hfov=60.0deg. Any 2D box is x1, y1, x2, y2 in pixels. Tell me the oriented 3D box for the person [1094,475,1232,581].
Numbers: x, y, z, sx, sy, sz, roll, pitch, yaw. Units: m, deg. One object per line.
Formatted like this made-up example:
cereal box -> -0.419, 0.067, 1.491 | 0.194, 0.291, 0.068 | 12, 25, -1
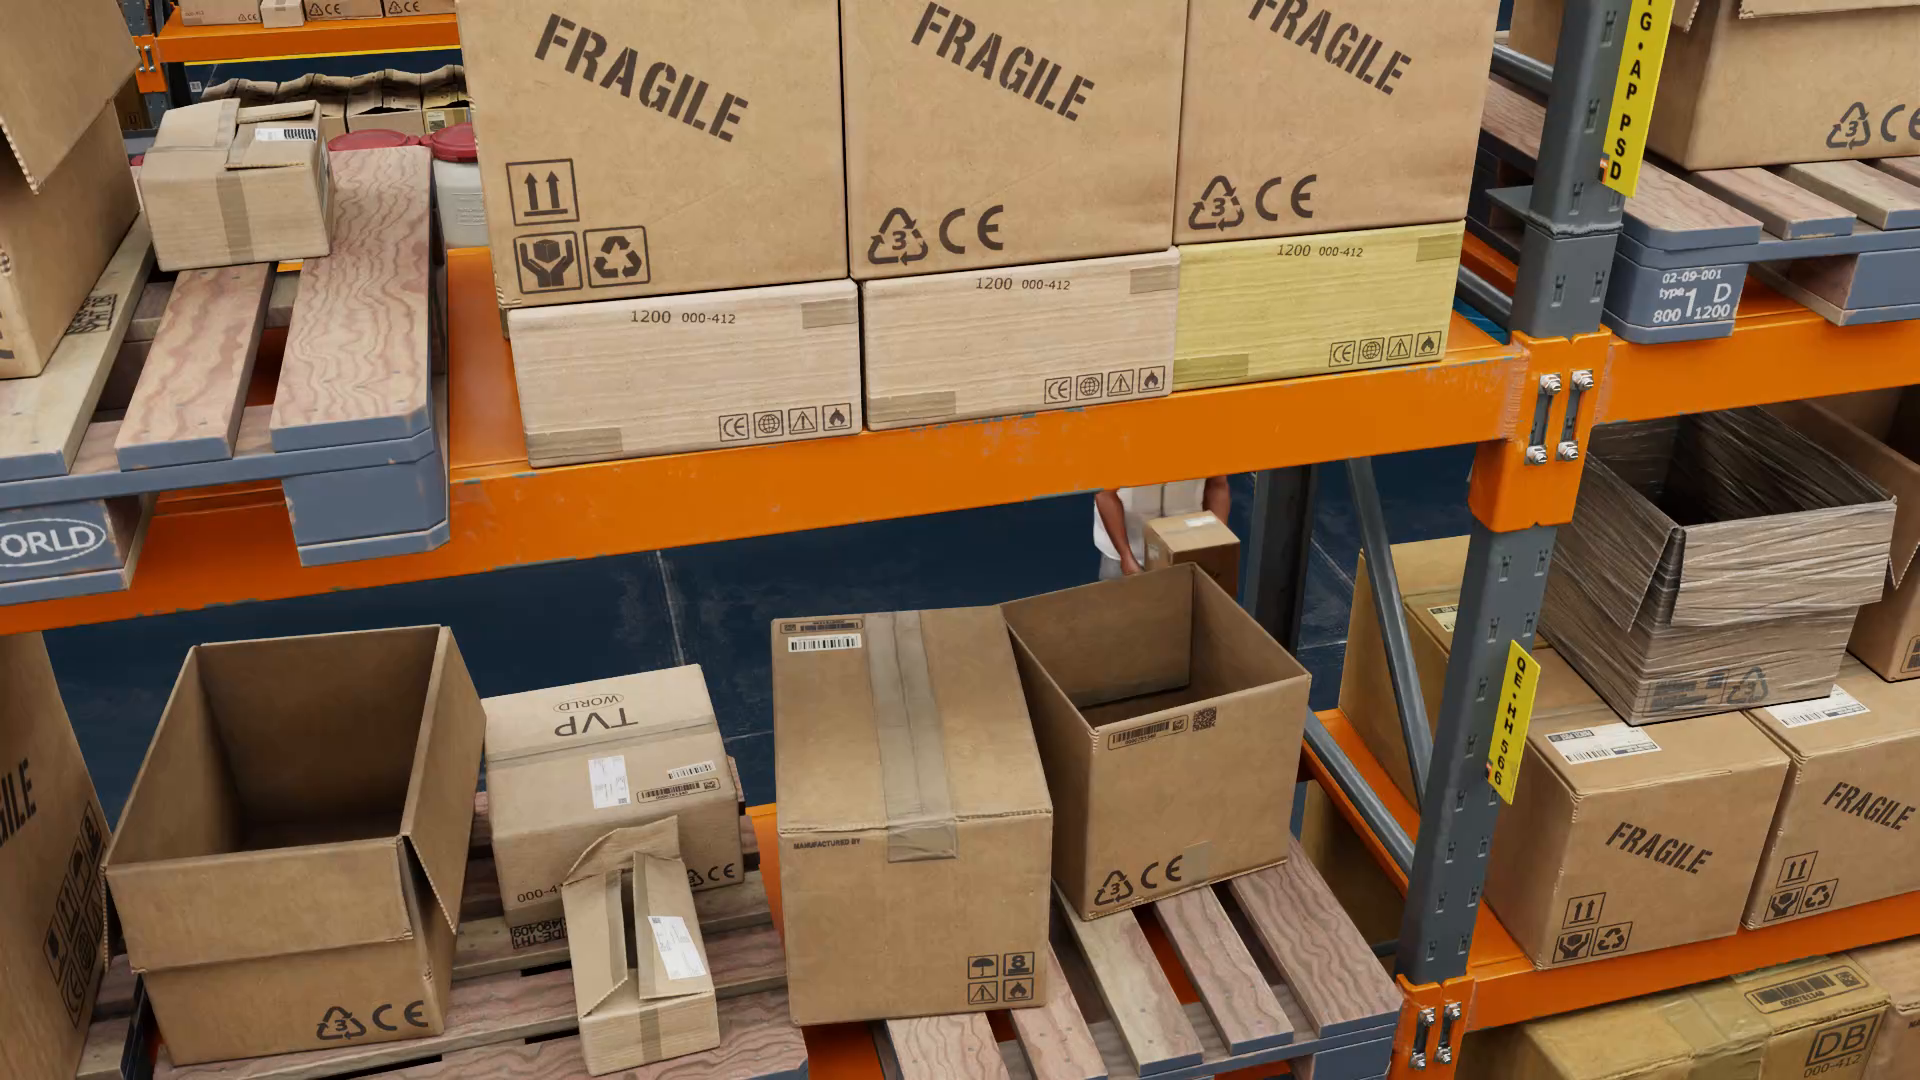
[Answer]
person -> 0.721, 0.063, 5.994 | 0.520, 1.771, 0.566 | -5, 31, -9
